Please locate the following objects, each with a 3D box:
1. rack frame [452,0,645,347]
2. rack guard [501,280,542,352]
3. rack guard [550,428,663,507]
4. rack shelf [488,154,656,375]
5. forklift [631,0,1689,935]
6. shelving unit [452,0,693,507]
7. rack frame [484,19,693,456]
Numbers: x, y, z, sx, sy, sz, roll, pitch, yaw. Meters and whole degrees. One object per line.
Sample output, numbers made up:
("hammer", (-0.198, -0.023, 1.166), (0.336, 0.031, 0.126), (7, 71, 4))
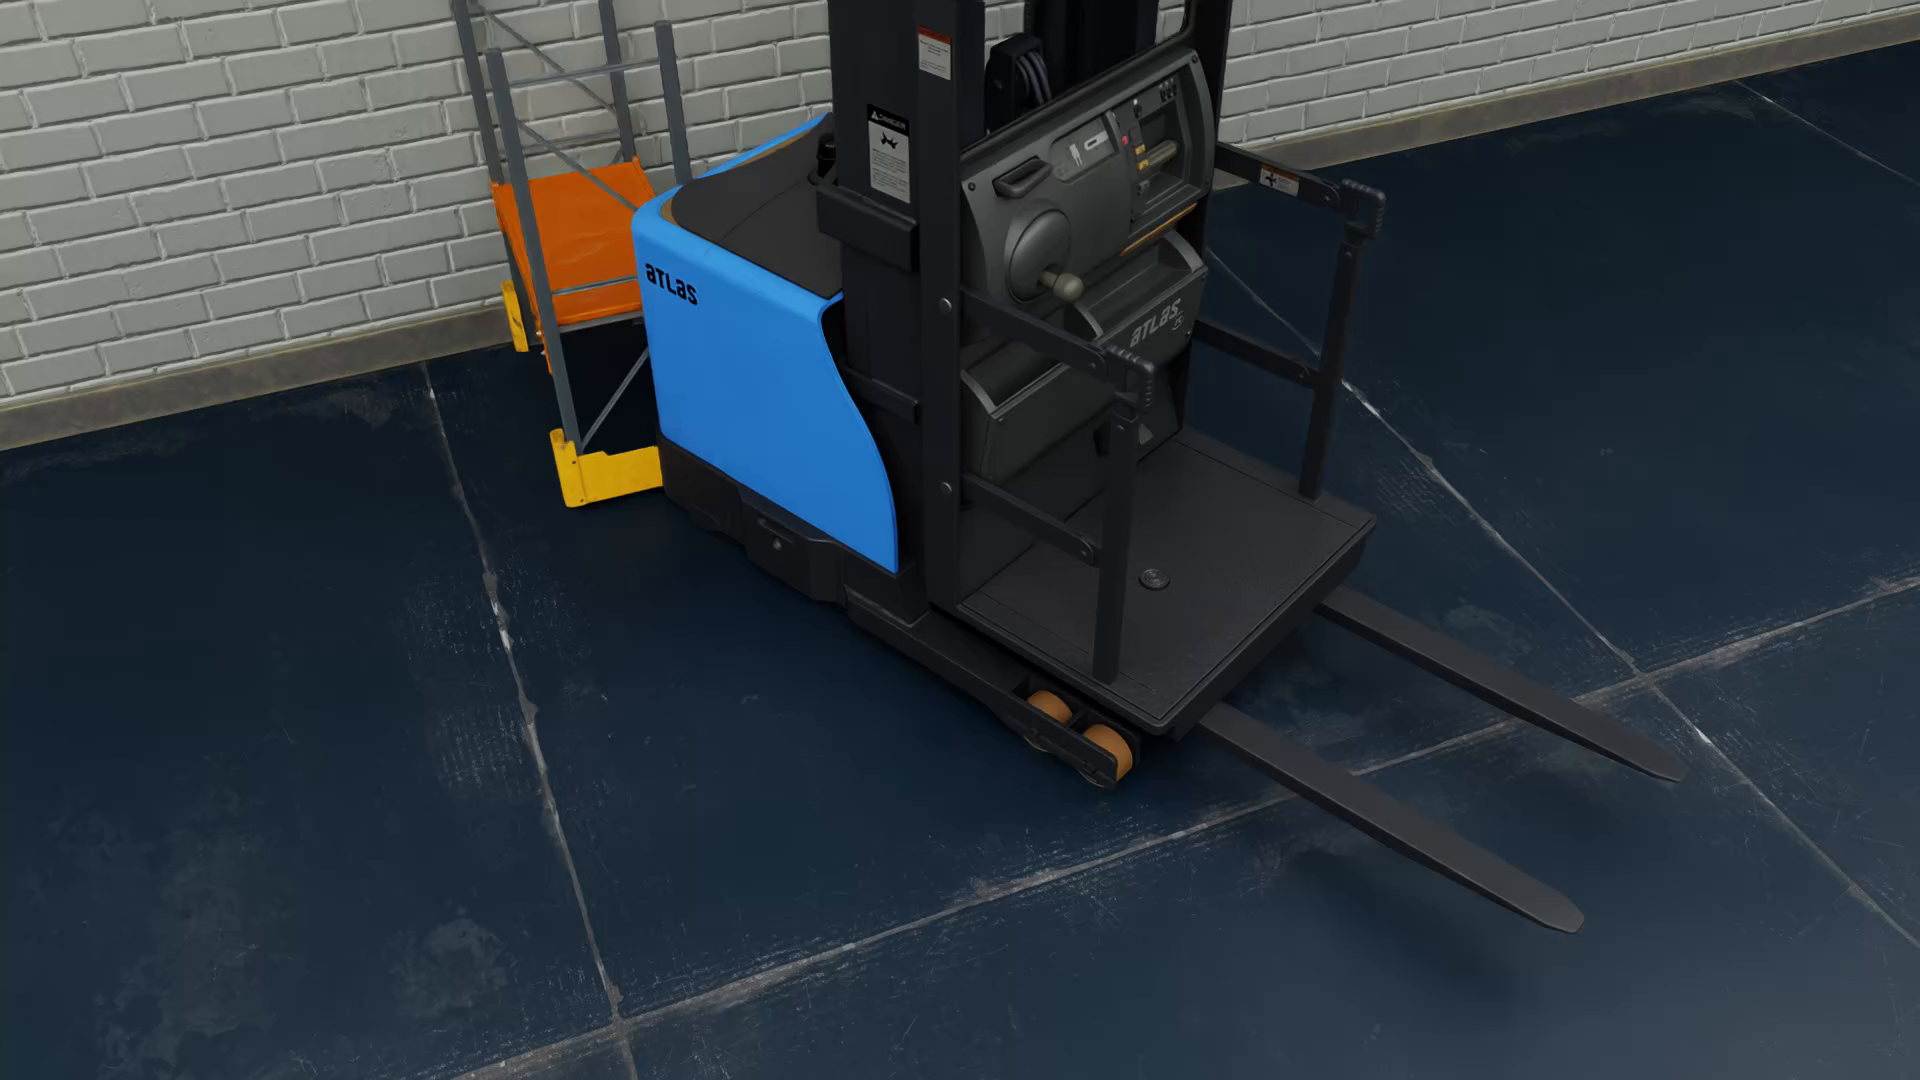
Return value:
("rack frame", (-1.366, -1.356, 5.673), (0.500, 1.500, 0.032), (-14, 40, -15))
("rack guard", (-1.351, -0.868, 6.064), (0.587, 0.250, 0.087), (-14, 40, -15))
("rack guard", (-0.997, -0.291, 5.333), (0.587, 0.250, 0.087), (-14, 40, -15))
("rack shelf", (-1.181, -0.921, 5.413), (0.538, 0.185, 1.000), (-14, 40, -15))
("forklift", (0.494, -0.839, 3.978), (3.031, 2.935, 1.130), (29, 49, 30))
("shelving unit", (-1.188, -1.067, 5.307), (0.587, 1.500, 1.083), (-14, 40, -15))
("rack frame", (-1.004, -0.767, 4.927), (0.500, 1.500, 0.032), (-14, 40, -15))
